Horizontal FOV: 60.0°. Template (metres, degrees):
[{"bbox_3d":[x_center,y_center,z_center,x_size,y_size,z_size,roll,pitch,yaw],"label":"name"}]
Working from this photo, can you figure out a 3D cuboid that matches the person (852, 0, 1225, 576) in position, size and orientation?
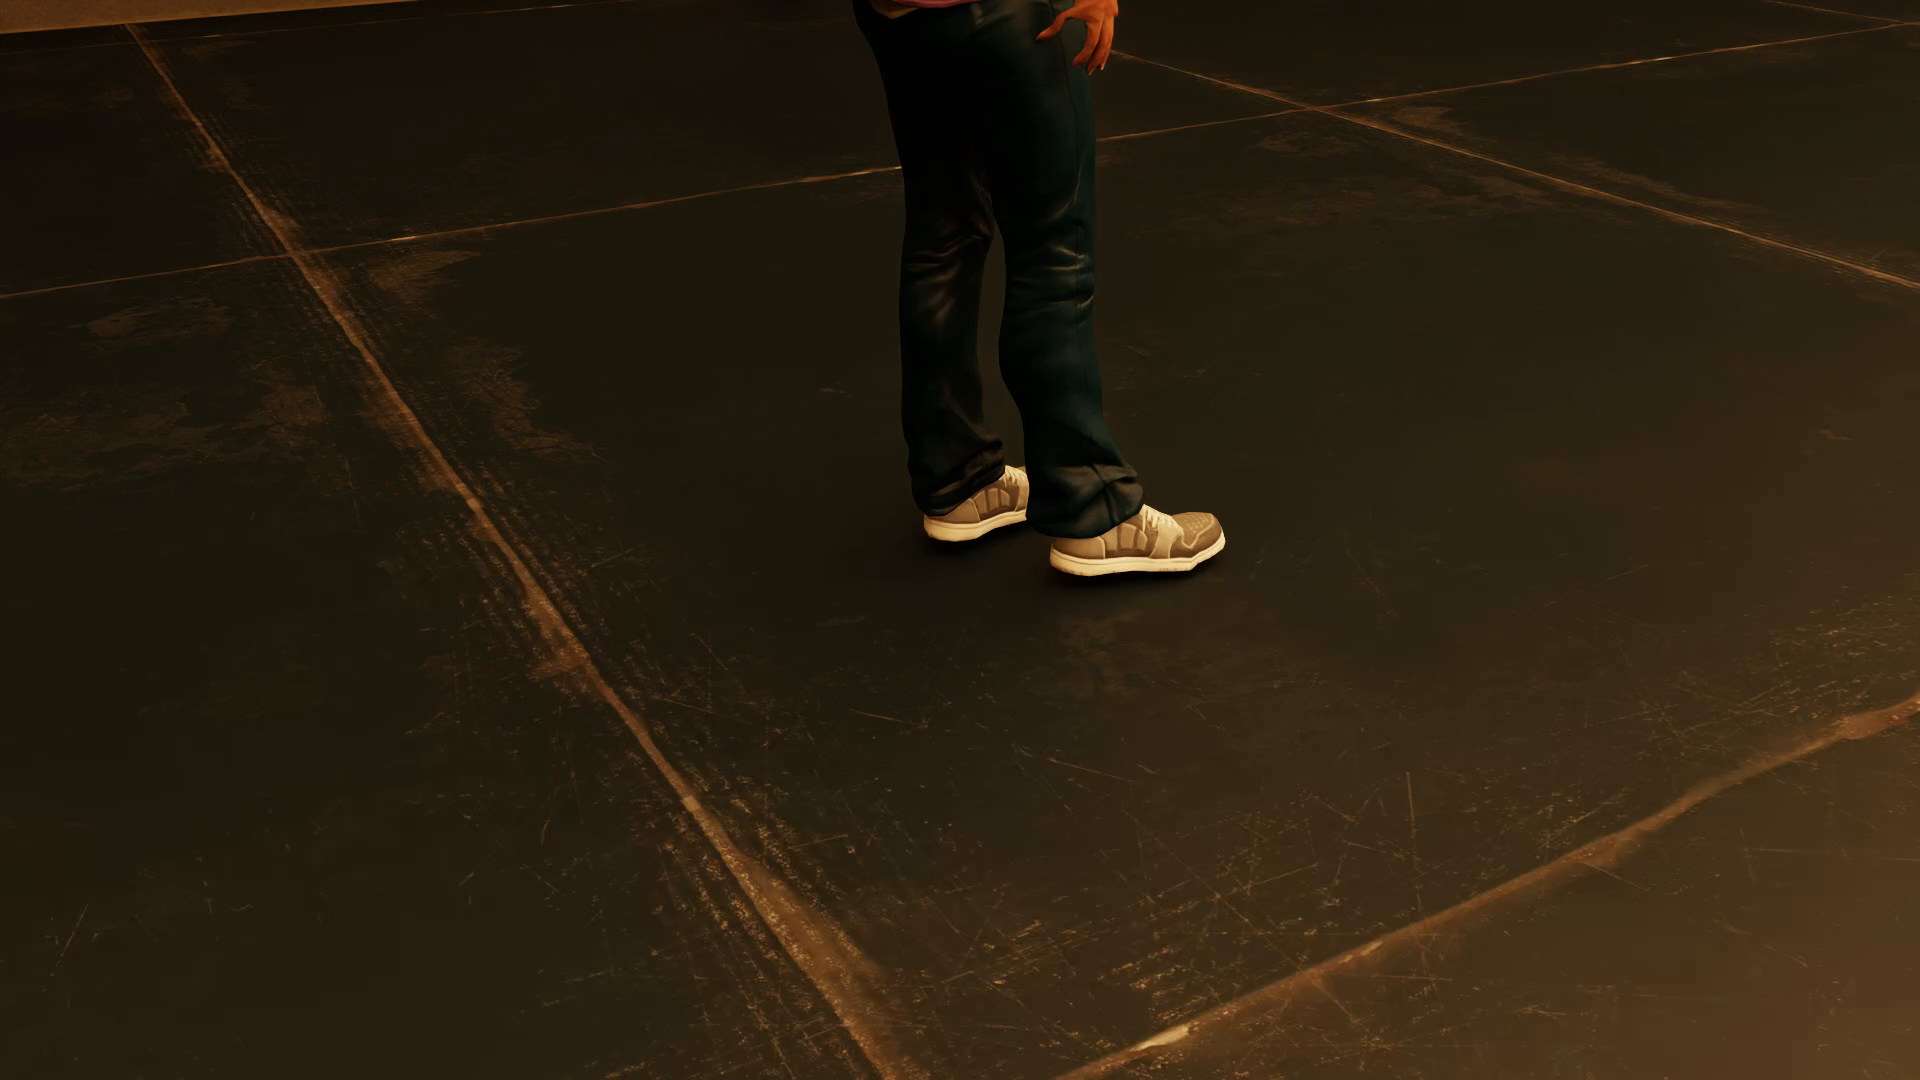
[{"bbox_3d":[0.071,-0.730,2.157,0.476,1.597,0.520,-15,30,-26],"label":"person"}]
